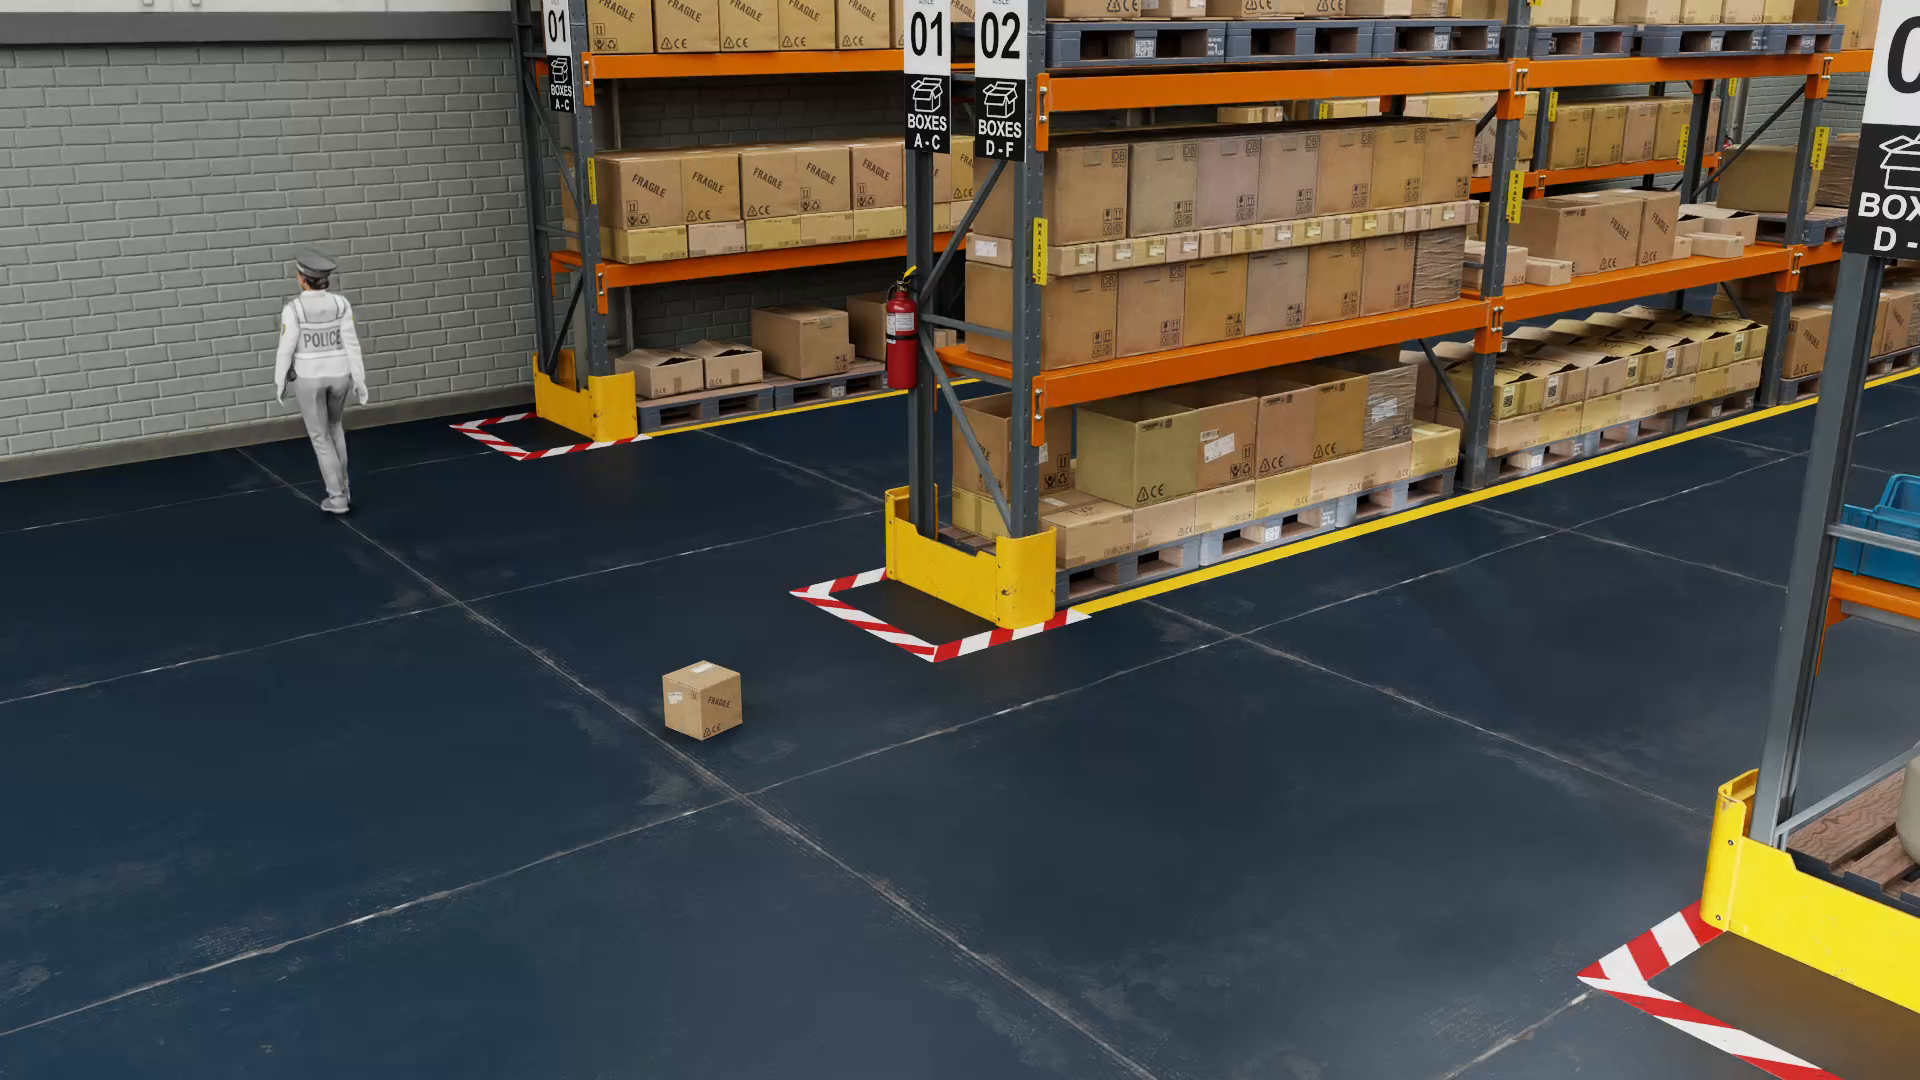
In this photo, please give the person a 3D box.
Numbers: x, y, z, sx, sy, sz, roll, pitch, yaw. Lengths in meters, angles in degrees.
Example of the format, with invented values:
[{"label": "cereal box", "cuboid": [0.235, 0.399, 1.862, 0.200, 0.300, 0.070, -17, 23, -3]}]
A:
[{"label": "person", "cuboid": [-4.087, -0.983, 10.603, 0.488, 1.747, 0.515, 17, 24, 42]}]
